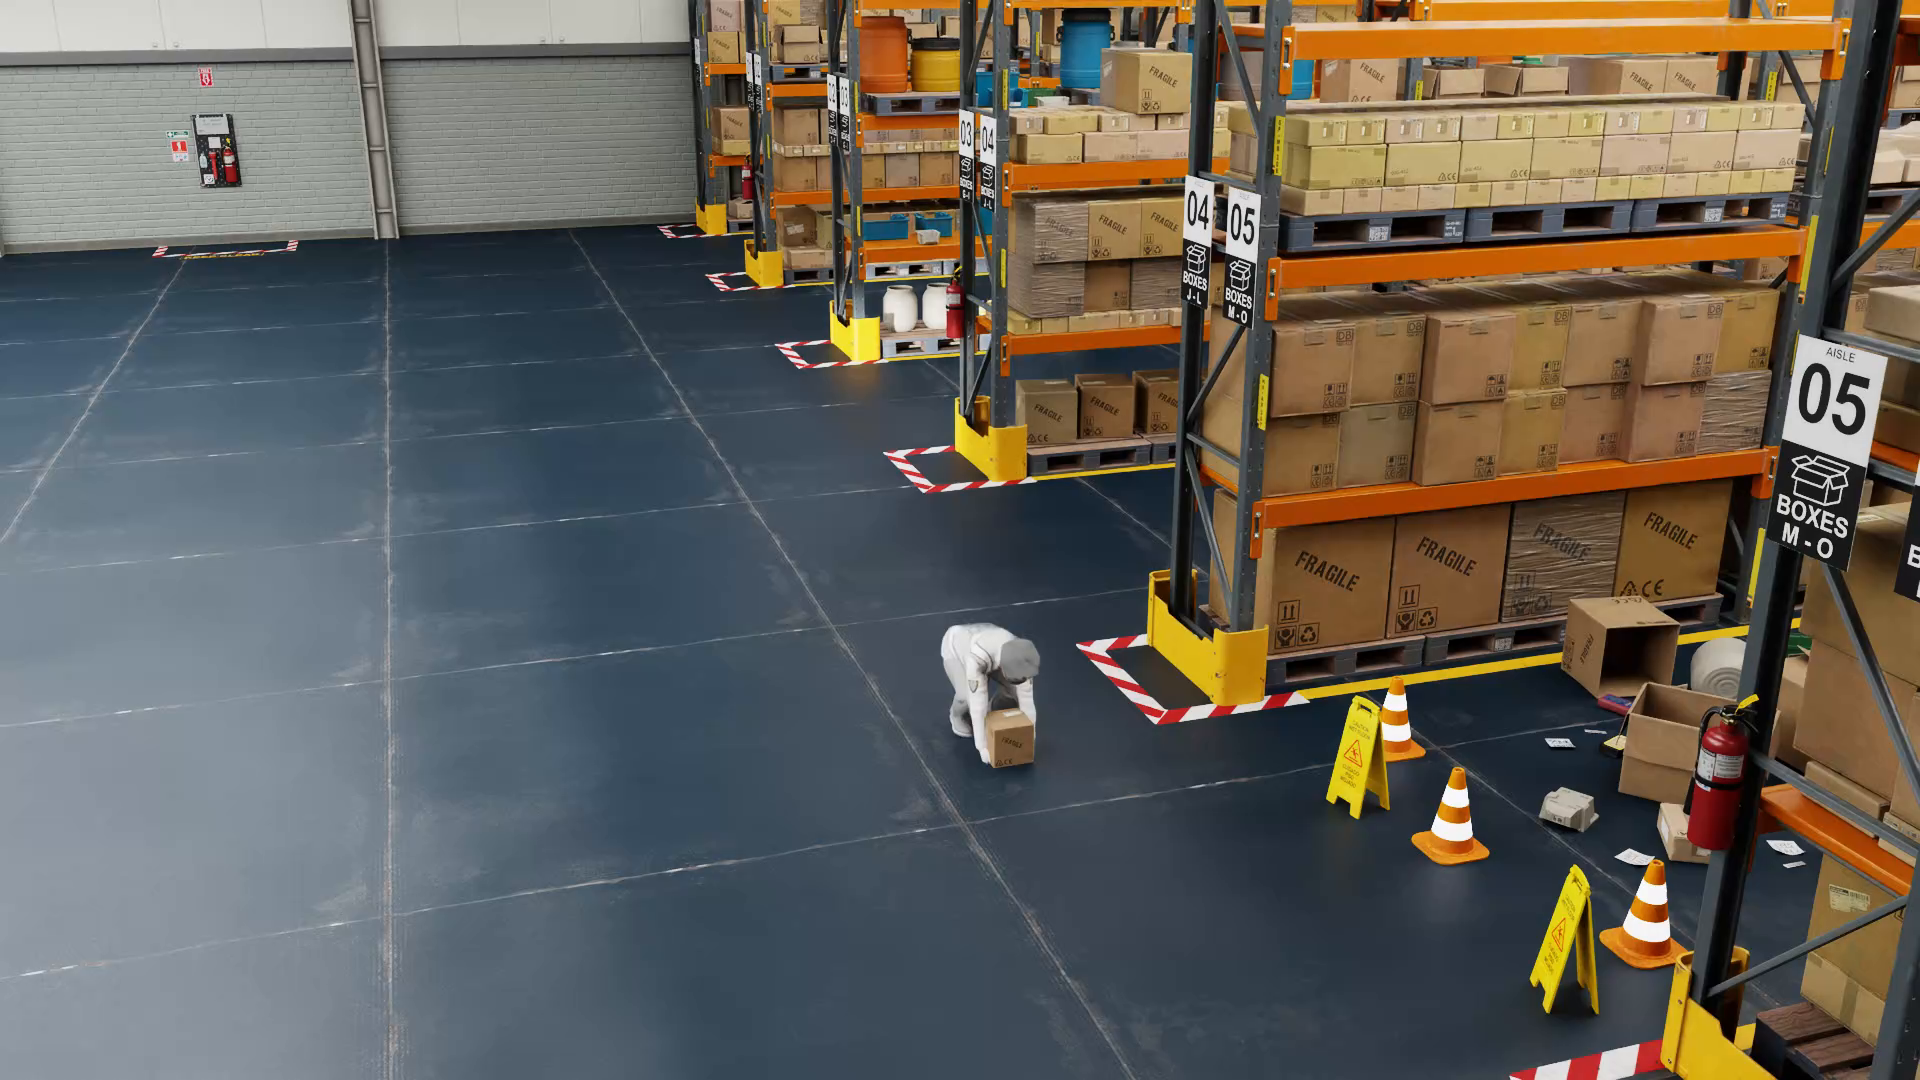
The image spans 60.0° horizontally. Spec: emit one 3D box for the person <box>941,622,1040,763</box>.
[{"bbox_3d":[0.185,0.853,10.021,0.458,0.788,0.907,-7,20,-18],"label":"person"}]
